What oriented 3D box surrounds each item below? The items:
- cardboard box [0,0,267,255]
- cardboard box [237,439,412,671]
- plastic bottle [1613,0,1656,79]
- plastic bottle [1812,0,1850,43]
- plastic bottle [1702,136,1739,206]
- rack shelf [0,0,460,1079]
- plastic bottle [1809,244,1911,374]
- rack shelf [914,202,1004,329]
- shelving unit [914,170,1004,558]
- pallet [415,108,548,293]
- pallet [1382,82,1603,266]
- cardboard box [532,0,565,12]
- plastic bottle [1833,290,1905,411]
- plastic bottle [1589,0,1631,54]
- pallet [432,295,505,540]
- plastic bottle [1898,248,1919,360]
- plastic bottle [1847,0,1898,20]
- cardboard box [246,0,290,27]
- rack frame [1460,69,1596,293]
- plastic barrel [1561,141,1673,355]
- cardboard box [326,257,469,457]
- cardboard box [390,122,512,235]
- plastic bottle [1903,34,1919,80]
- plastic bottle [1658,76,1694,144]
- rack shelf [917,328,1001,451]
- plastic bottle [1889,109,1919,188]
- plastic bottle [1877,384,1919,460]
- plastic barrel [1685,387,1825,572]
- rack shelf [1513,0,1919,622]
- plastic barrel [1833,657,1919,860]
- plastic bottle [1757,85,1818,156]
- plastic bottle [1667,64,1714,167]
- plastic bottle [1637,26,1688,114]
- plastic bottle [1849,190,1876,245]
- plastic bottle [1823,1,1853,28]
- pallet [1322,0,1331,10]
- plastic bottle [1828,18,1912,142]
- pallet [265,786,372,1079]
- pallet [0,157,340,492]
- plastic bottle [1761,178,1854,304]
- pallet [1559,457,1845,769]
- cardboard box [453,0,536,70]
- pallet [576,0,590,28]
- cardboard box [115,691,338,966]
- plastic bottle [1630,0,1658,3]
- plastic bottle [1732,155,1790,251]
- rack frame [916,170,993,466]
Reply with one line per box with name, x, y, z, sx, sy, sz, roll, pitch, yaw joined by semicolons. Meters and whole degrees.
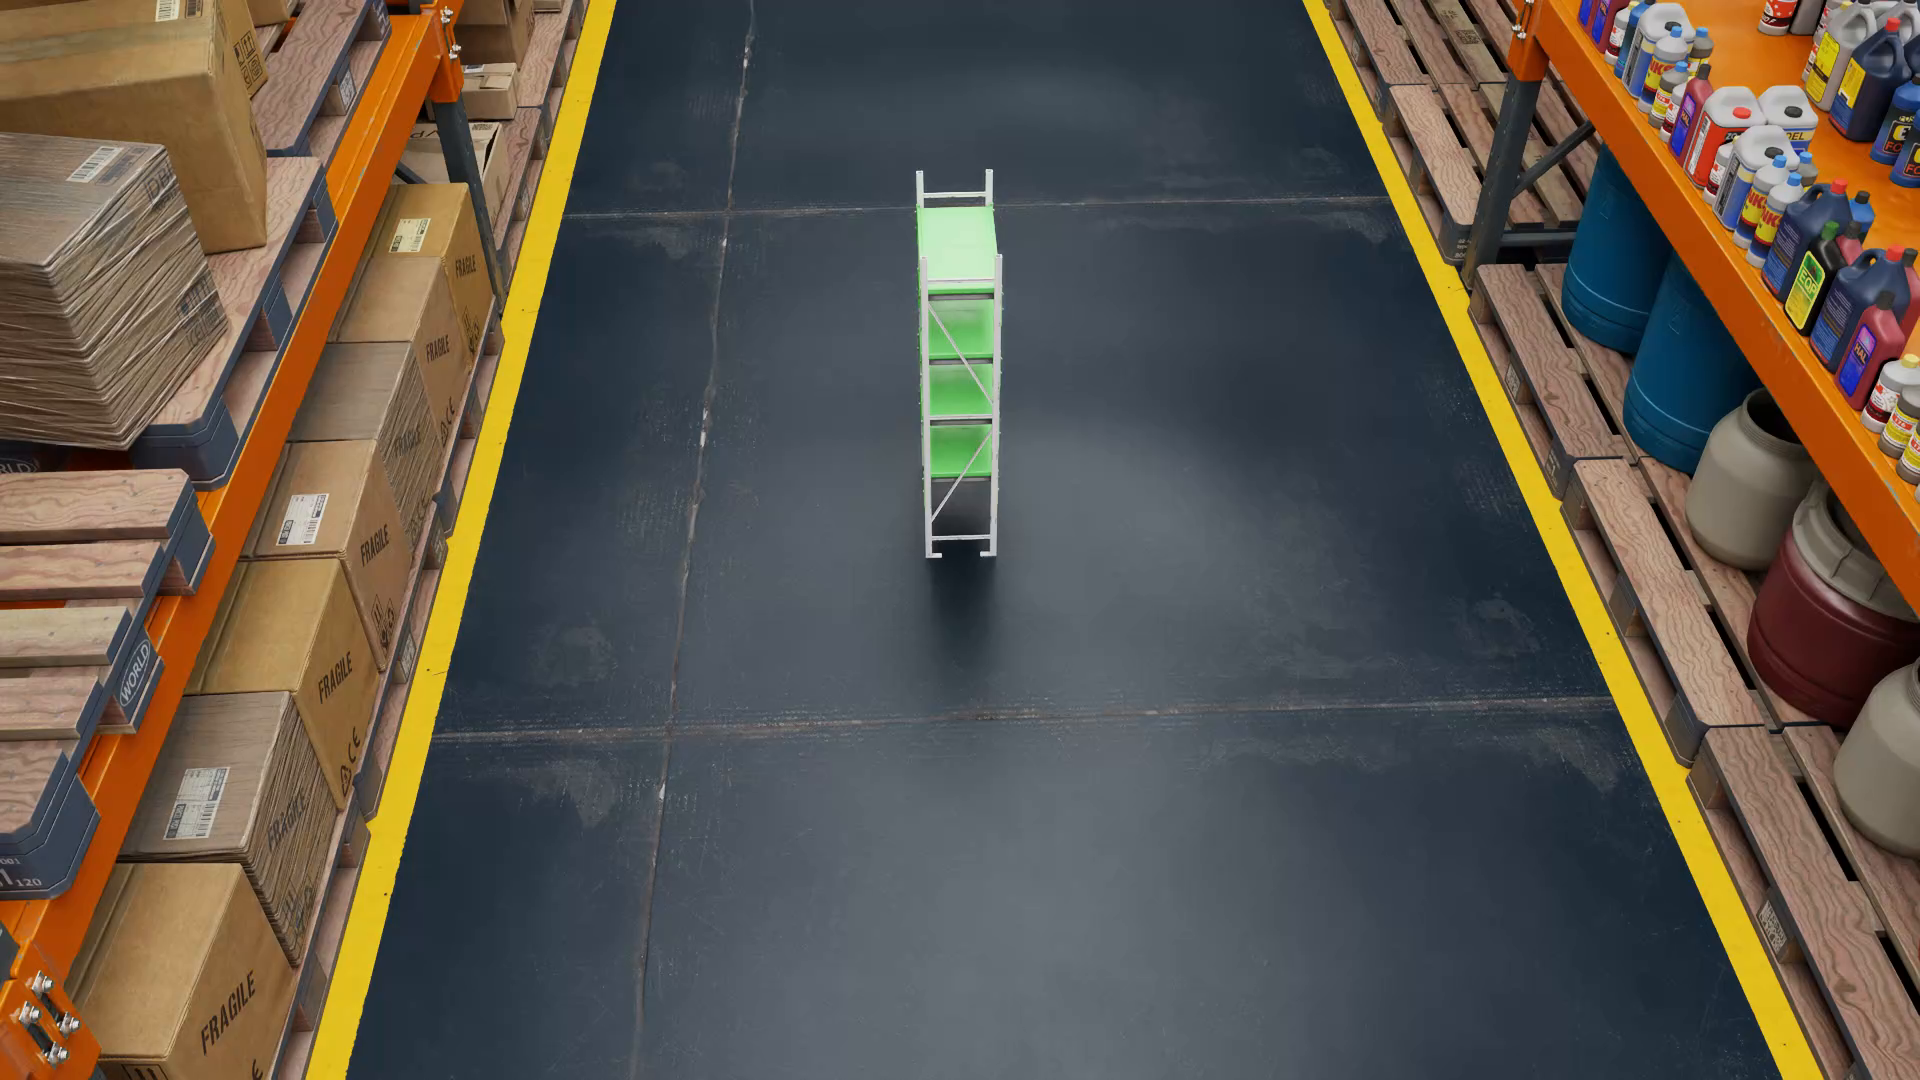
cardboard box;-2.220;-1.044;4.284;0.700;0.500;0.500;-12;44;-13
cardboard box;-1.992;0.057;4.992;0.500;0.500;0.500;-3;43;-3
plastic bottle;2.214;-1.642;5.417;0.097;0.271;0.097;0;43;0
plastic bottle;2.964;-1.775;5.614;0.097;0.201;0.097;0;43;0
plastic bottle;2.248;-1.082;4.857;0.097;0.201;0.097;0;43;0
rack shelf;-2.272;-0.428;4.529;1.077;0.370;4.000;-2;43;-2
plastic bottle;2.305;-0.605;4.227;0.144;0.351;0.185;-2;43;-2
rack shelf;-0.007;-0.861;5.185;0.258;0.148;0.480;-2;43;-2
shelving unit;-0.007;-0.554;5.466;0.258;1.200;0.503;-2;43;-2
pallet;-2.385;-1.479;7.207;1.003;0.211;1.213;-2;43;-2
pallet;2.522;-1.650;7.394;1.003;0.211;1.213;-2;43;-2
cardboard box;-2.247;-2.890;8.392;0.500;0.250;0.500;-2;43;-2
plastic bottle;2.270;-0.472;4.131;0.061;0.283;0.133;-2;43;-2
plastic bottle;2.187;-1.790;5.569;0.061;0.283;0.133;-2;43;-2
pallet;-2.285;-0.467;6.103;1.003;0.211;1.213;-2;43;-2
plastic bottle;2.406;-0.601;4.272;0.061;0.283;0.133;-2;43;-2
plastic bottle;2.947;-1.634;5.404;0.152;0.276;0.135;-2;43;-2
cardboard box;-2.560;-1.909;5.228;0.700;0.500;0.500;-15;45;-16
rack frame;2.592;-2.183;5.911;1.000;3.000;0.127;-2;43;-2
plastic barrel;2.598;-1.196;6.077;0.600;0.901;0.708;-2;43;-2
cardboard box;-2.037;-0.625;5.736;0.500;0.500;0.500;-2;43;-2
cardboard box;-2.159;-1.504;6.835;0.500;0.311;0.500;-2;43;-2
plastic bottle;2.966;-1.429;5.125;0.144;0.351;0.185;-2;43;-2
plastic bottle;2.232;-1.329;5.127;0.097;0.201;0.097;0;43;0
rack shelf;-0.007;-0.507;5.510;0.258;0.148;0.480;-2;43;-2
plastic bottle;2.851;-1.184;4.918;0.097;0.271;0.097;0;43;0
plastic bottle;2.297;-0.299;4.003;0.097;0.201;0.097;0;43;0
plastic barrel;2.563;-0.191;5.269;0.421;0.512;0.421;0;43;0
rack shelf;2.677;-0.567;4.681;1.077;0.370;4.000;-2;43;-2
plastic barrel;2.611;0.572;4.437;0.421;0.512;0.421;0;43;0
plastic bottle;2.422;-1.193;4.923;0.152;0.276;0.135;-2;43;-2
plastic bottle;2.219;-1.280;5.013;0.061;0.283;0.133;-2;43;-2
plastic bottle;2.224;-1.486;5.246;0.097;0.271;0.097;0;43;0
plastic bottle;2.410;-0.824;4.524;0.097;0.271;0.097;0;43;0
plastic bottle;2.909;-1.683;5.514;0.097;0.201;0.097;0;43;0
pallet;2.418;-3.297;9.191;1.003;0.211;1.213;-2;43;-2
plastic bottle;2.822;-1.425;5.121;0.144;0.351;0.185;-2;43;-2
pallet;-2.181;1.180;4.306;1.003;0.211;1.213;-2;43;-2
pallet;-2.274;-0.585;4.310;1.003;0.211;1.213;-2;43;-2
plastic bottle;2.291;-0.820;4.461;0.144;0.351;0.185;-2;43;-2
pallet;2.638;0.193;5.383;1.003;0.211;1.213;-2;43;-2
cardboard box;-2.442;-2.553;7.838;0.797;0.503;0.637;-2;43;-2
pallet;-2.489;-3.126;9.004;1.003;0.211;1.213;-2;43;-2
cardboard box;-1.949;0.748;4.239;0.500;0.500;0.500;-3;43;-3
plastic bottle;2.285;-1.890;5.629;0.144;0.351;0.185;-2;43;-2
plastic bottle;2.258;-0.951;4.663;0.097;0.271;0.097;0;43;0
rack frame;-0.017;-0.719;5.646;0.240;1.200;0.015;-2;43;-2
